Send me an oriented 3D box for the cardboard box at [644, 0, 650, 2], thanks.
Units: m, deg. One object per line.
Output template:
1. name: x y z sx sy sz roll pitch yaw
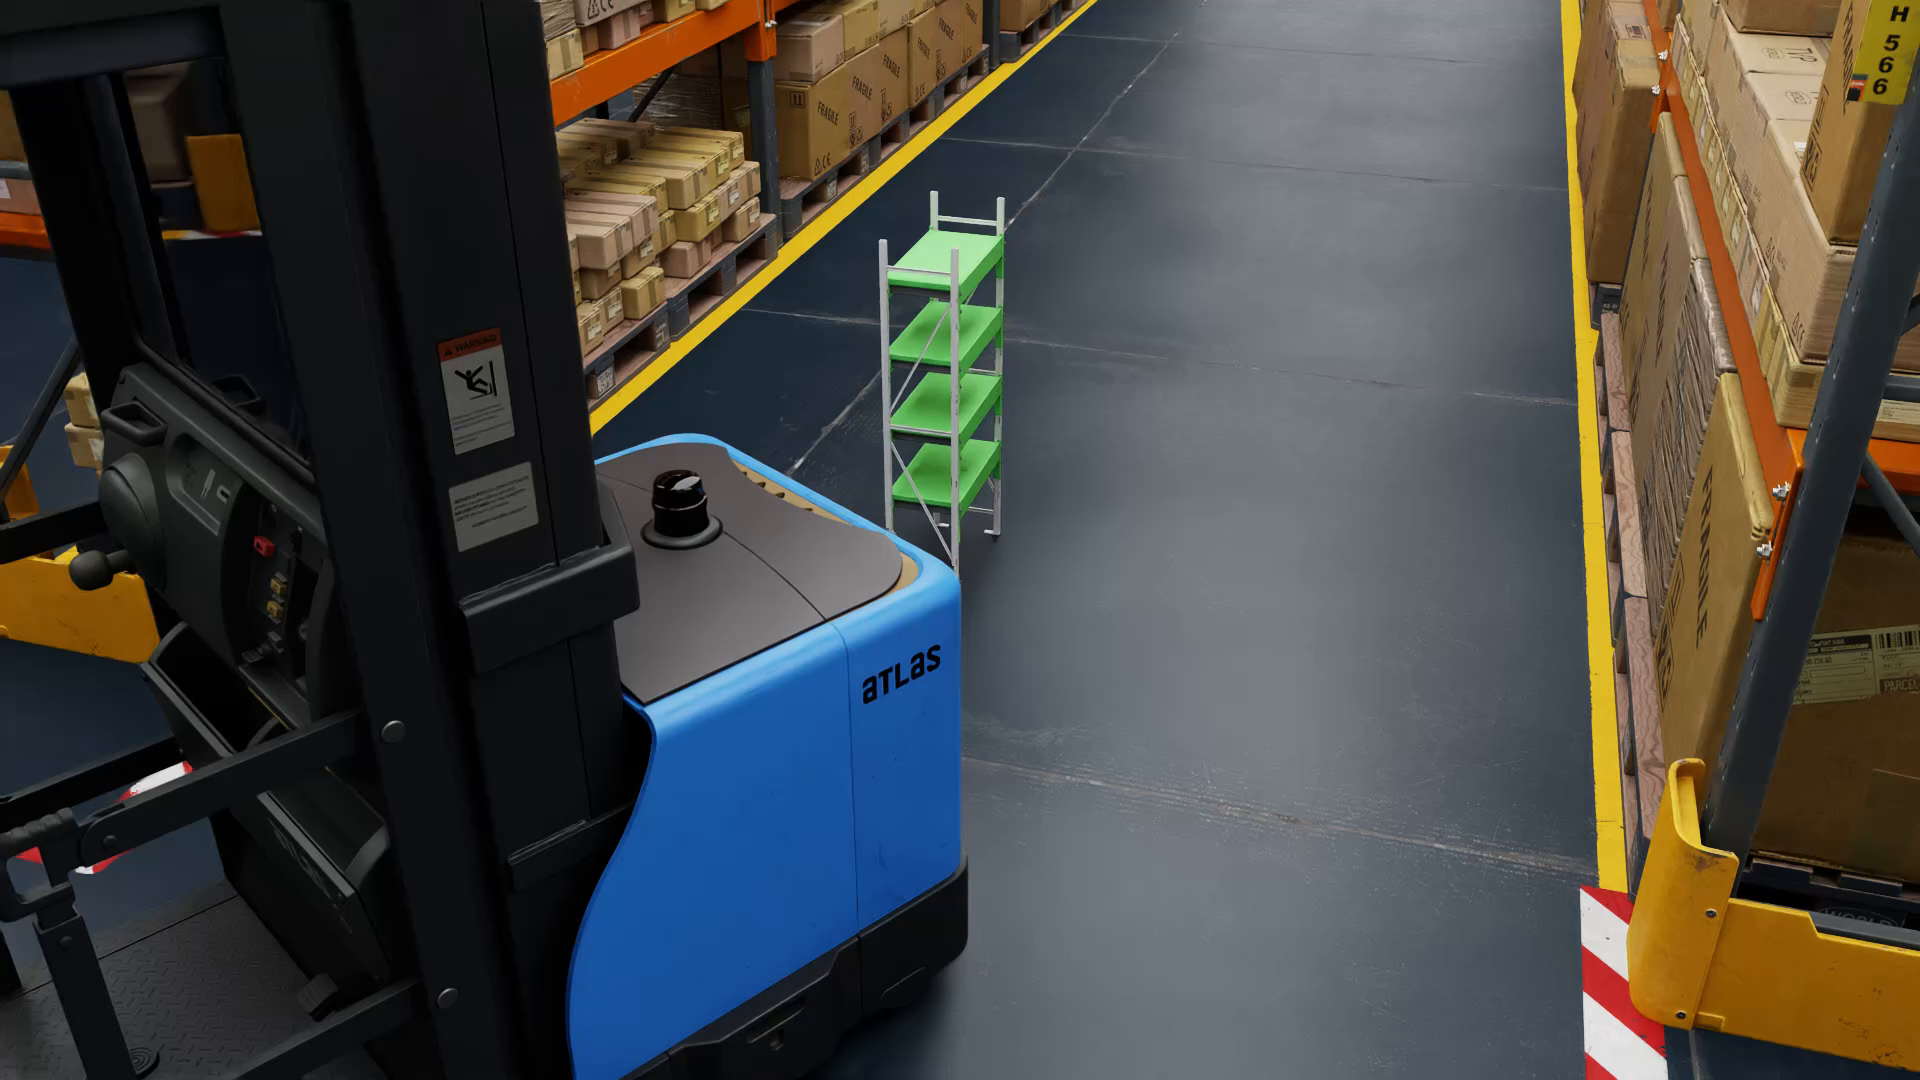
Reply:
1. cardboard box: -1.415 -2.509 6.766 0.500 0.500 0.500 8 30 13

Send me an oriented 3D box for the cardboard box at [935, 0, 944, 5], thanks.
1. cardboard box: -0.303 -3.528 10.374 0.500 0.250 0.500 9 30 16

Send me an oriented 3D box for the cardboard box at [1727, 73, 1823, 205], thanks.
1. cardboard box: 2.335 -1.028 4.360 0.500 0.250 0.500 7 30 13

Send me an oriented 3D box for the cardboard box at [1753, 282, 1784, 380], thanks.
1. cardboard box: 2.013 -0.452 3.735 0.380 0.149 0.250 9 30 15

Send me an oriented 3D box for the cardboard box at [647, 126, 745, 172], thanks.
1. cardboard box: -1.245 -1.837 7.855 0.380 0.149 0.250 9 30 16

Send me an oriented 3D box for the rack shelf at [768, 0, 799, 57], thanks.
1. rack shelf: -0.803 -3.457 9.618 1.077 0.370 4.000 8 30 15

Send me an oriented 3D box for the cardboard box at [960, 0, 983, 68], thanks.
1. cardboard box: -0.159 -3.449 11.003 0.500 0.500 0.500 8 30 15

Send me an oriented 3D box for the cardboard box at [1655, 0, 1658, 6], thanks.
1. cardboard box: 3.350 -2.616 7.264 0.500 0.500 0.500 9 30 16

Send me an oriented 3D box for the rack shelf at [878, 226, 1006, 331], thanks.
1. rack shelf: -0.049 -0.811 5.118 0.258 0.148 0.480 8 30 15

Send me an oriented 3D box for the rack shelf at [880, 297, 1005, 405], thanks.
1. rack shelf: -0.049 -0.601 5.234 0.258 0.148 0.480 8 30 15

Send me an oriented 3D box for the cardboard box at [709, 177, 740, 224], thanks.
1. cardboard box: -1.246 -1.590 7.717 0.380 0.149 0.250 7 30 12

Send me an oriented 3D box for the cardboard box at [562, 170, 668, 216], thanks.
1. cardboard box: -1.499 -1.486 7.225 0.380 0.149 0.250 9 30 17

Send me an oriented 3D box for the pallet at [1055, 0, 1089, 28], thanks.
1. pallet: 0.448 -4.403 13.447 1.003 0.211 1.213 8 30 15

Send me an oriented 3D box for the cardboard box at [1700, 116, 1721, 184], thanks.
1. cardboard box: 2.461 -1.163 5.013 0.380 0.149 0.250 8 30 13

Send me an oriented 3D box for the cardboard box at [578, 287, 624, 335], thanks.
1. cardboard box: -1.624 -0.956 6.883 0.380 0.149 0.250 9 30 16

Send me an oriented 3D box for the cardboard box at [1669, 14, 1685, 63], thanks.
1. cardboard box: 2.917 -1.887 6.315 0.380 0.149 0.250 9 30 15

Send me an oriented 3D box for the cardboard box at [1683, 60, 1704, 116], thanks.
1. cardboard box: 2.688 -1.520 5.655 0.380 0.149 0.250 8 30 13

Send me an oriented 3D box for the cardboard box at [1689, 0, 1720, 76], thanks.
1. cardboard box: 2.783 -1.740 5.641 0.500 0.250 0.500 8 30 15

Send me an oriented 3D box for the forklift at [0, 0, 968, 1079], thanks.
1. forklift: -1.406 0.034 2.674 3.031 2.935 1.130 -24 37 -36

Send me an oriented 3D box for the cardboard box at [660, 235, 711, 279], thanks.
1. cardboard box: -1.351 -1.308 7.516 0.380 0.149 0.250 7 30 13

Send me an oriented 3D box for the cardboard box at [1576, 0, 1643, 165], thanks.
1. cardboard box: 4.005 -2.470 8.858 1.225 0.875 0.875 9 30 15

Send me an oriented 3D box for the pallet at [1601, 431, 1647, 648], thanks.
1. pallet: 2.668 0.043 5.456 1.003 0.211 1.213 8 30 15

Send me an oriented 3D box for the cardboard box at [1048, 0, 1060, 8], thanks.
1. cardboard box: 0.303 -4.578 12.776 1.050 0.750 0.750 9 30 16

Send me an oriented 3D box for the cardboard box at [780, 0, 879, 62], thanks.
1. cardboard box: -0.766 -2.814 9.091 0.500 0.250 0.500 9 30 16

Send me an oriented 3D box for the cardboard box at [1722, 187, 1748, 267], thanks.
1. cardboard box: 2.236 -0.806 4.371 0.380 0.149 0.250 8 30 14

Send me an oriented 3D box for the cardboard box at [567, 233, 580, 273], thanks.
1. cardboard box: -1.735 -1.120 6.567 0.380 0.149 0.250 9 30 15

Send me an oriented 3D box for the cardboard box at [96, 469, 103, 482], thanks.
1. cardboard box: -2.609 -0.195 5.515 0.380 0.149 0.250 9 30 16

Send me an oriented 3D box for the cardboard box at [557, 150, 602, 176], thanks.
1. cardboard box: -1.853 -1.665 7.546 0.380 0.149 0.250 8 30 14

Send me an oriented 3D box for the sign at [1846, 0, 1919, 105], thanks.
1. sign: 1.633 -0.921 2.886 0.100 0.325 0.005 8 30 15

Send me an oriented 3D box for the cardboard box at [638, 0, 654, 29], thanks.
1. cardboard box: -1.498 -2.205 6.886 0.380 0.149 0.250 8 30 13

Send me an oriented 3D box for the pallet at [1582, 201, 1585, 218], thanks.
1. pallet: 3.833 -1.807 8.780 1.003 0.211 1.213 8 30 15

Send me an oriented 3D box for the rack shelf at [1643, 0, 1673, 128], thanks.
1. rack shelf: 3.909 -2.702 8.262 1.077 0.370 4.000 8 30 15

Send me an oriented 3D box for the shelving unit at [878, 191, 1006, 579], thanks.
1. shelving unit: -0.049 -0.447 5.320 0.258 1.200 0.503 8 30 15

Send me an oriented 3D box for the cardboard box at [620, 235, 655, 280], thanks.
1. cardboard box: -1.531 -1.239 7.087 0.380 0.149 0.250 9 30 16

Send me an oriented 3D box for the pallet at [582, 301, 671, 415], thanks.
1. pallet: -1.909 -0.737 6.858 1.003 0.211 1.213 8 30 15

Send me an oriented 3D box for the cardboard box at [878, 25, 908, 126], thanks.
1. cardboard box: -0.625 -2.730 9.711 0.500 0.500 0.500 9 30 16

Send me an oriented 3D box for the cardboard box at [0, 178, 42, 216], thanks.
1. cardboard box: -2.738 -1.065 4.837 0.380 0.149 0.250 9 30 15

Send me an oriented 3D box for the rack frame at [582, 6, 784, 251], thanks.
1. rack frame: -1.390 -2.842 7.773 1.000 3.000 0.127 8 30 15

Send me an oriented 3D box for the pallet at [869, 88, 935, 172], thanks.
1. pallet: -0.806 -2.554 10.124 1.003 0.211 1.213 8 30 15

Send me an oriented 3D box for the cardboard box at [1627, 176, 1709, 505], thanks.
1. cardboard box: 2.788 -0.628 5.548 0.875 0.875 0.875 8 30 15

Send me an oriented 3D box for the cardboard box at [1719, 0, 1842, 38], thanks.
1. cardboard box: 2.637 -1.823 5.018 0.500 0.500 0.500 8 30 13

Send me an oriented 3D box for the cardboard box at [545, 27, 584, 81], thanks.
1. cardboard box: -1.640 -1.829 6.211 0.380 0.149 0.250 9 30 16
